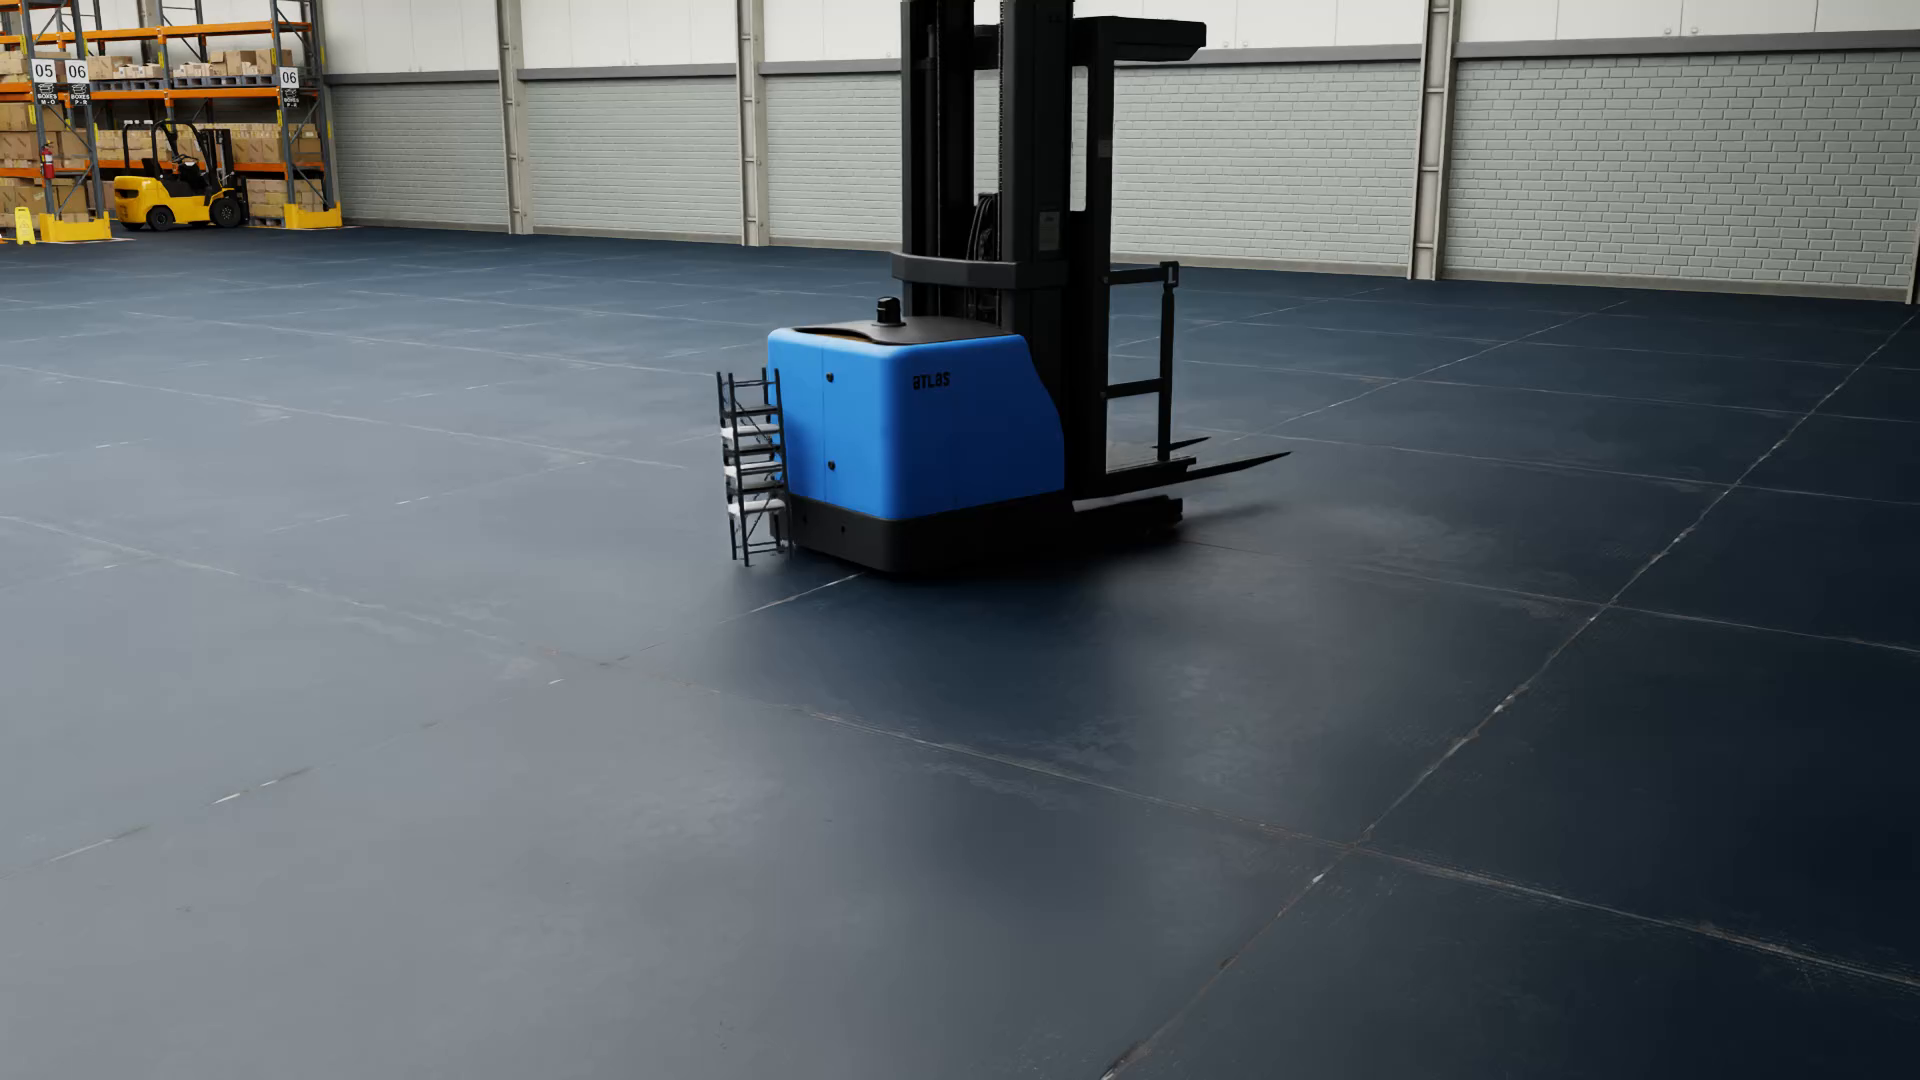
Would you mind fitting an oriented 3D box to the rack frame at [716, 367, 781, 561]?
[{"bbox_3d":[-0.999,-0.358,7.883,0.240,0.900,0.006,-8,10,-22],"label":"rack frame"}]

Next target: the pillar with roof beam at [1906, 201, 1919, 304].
[{"bbox_3d":[8.941,-6.282,14.974,0.400,9.000,9.100,9,17,33],"label":"pillar with roof beam"}]

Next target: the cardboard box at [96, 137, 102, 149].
[{"bbox_3d":[-19.467,-9.046,37.895,0.500,0.250,0.500,10,17,35],"label":"cardboard box"}]

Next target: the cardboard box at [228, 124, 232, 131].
[{"bbox_3d":[-15.166,-8.697,35.037,0.250,0.149,0.380,9,17,34],"label":"cardboard box"}]

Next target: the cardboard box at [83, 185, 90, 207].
[{"bbox_3d":[-20.584,-8.056,38.952,0.500,0.500,0.500,10,17,34],"label":"cardboard box"}]

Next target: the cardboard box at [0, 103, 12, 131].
[{"bbox_3d":[-17.204,-7.761,30.525,0.500,0.500,0.700,9,17,33],"label":"cardboard box"}]

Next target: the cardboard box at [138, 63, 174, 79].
[{"bbox_3d":[-17.531,-10.229,36.263,0.500,0.311,0.500,9,16,31],"label":"cardboard box"}]

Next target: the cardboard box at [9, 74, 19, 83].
[{"bbox_3d":[-16.919,-8.342,30.058,0.250,0.149,0.380,9,17,33],"label":"cardboard box"}]

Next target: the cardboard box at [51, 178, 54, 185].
[{"bbox_3d":[-21.296,-8.492,39.362,0.250,0.149,0.380,10,17,34],"label":"cardboard box"}]

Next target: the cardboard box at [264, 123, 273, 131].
[{"bbox_3d":[-14.112,-8.519,34.319,0.250,0.149,0.380,9,17,33],"label":"cardboard box"}]

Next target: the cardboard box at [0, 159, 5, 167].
[{"bbox_3d":[-17.773,-7.032,31.009,0.250,0.149,0.380,9,17,32],"label":"cardboard box"}]

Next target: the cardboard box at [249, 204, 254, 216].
[{"bbox_3d":[-14.859,-6.985,35.147,0.500,0.250,0.500,9,17,33],"label":"cardboard box"}]

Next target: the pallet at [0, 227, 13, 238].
[{"bbox_3d":[-17.968,-5.925,31.818,1.213,0.211,1.003,9,17,33],"label":"pallet"}]

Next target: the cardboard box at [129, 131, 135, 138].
[{"bbox_3d":[-18.279,-9.046,37.064,0.250,0.149,0.380,9,17,33],"label":"cardboard box"}]

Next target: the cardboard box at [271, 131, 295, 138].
[{"bbox_3d":[-13.919,-8.333,34.184,0.250,0.149,0.380,9,17,34],"label":"cardboard box"}]

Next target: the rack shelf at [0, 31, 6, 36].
[{"bbox_3d":[-25.092,-12.418,41.262,4.000,0.370,1.077,9,17,33],"label":"rack shelf"}]

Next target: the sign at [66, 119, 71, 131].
[{"bbox_3d":[-20.408,-9.466,38.074,0.005,0.325,0.100,9,17,33],"label":"sign"}]

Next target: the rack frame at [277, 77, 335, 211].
[{"bbox_3d":[-13.475,-7.979,34.312,0.127,3.000,1.000,9,17,33],"label":"rack frame"}]

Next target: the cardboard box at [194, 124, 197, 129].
[{"bbox_3d":[-16.211,-8.872,35.742,0.250,0.149,0.380,9,16,32],"label":"cardboard box"}]

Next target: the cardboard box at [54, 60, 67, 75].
[{"bbox_3d":[-16.511,-8.637,30.421,0.500,0.250,0.500,9,16,32],"label":"cardboard box"}]

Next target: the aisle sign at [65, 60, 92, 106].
[{"bbox_3d":[-16.018,-8.304,30.216,0.004,0.787,0.394,9,17,33],"label":"aisle sign"}]

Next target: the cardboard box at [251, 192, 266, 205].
[{"bbox_3d":[-14.464,-7.163,34.824,0.500,0.250,0.500,9,17,32],"label":"cardboard box"}]

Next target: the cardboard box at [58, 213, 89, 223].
[{"bbox_3d":[-16.757,-6.021,31.252,0.500,0.250,0.500,9,17,32],"label":"cardboard box"}]

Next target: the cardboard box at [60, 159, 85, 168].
[{"bbox_3d":[-16.409,-6.953,30.693,0.250,0.149,0.380,9,17,33],"label":"cardboard box"}]

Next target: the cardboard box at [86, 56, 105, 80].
[{"bbox_3d":[-19.174,-10.615,37.430,0.500,0.500,0.700,9,16,32],"label":"cardboard box"}]

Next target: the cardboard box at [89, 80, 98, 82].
[{"bbox_3d":[-20.283,-10.725,38.646,0.250,0.149,0.380,9,17,33],"label":"cardboard box"}]

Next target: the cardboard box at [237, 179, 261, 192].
[{"bbox_3d":[-14.883,-7.466,35.007,0.500,0.250,0.500,9,17,34],"label":"cardboard box"}]

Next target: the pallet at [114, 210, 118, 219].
[{"bbox_3d":[-18.444,-7.416,37.842,1.213,0.211,1.003,9,17,33],"label":"pallet"}]

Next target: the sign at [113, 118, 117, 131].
[{"bbox_3d":[-19.806,-9.725,38.956,0.005,0.325,0.100,9,17,33],"label":"sign"}]

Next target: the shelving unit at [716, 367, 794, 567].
[{"bbox_3d":[-0.959,-0.345,7.791,0.258,0.900,0.210,-8,10,-22],"label":"shelving unit"}]

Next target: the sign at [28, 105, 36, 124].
[{"bbox_3d":[-16.569,-7.596,29.699,0.005,0.325,0.100,9,17,33],"label":"sign"}]

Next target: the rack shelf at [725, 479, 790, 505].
[{"bbox_3d":[-0.951,-0.224,7.811,0.258,0.077,0.200,-8,10,-22],"label":"rack shelf"}]

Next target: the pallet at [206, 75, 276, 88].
[{"bbox_3d":[-15.064,-9.655,35.026,1.213,0.211,1.003,9,17,33],"label":"pallet"}]

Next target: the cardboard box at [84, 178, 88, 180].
[{"bbox_3d":[-20.578,-8.530,39.517,0.250,0.149,0.380,10,17,35],"label":"cardboard box"}]

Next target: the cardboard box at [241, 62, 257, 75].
[{"bbox_3d":[-14.543,-9.706,34.247,0.258,0.266,0.396,9,17,33],"label":"cardboard box"}]

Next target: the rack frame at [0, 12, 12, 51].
[{"bbox_3d":[-23.433,-12.500,40.092,0.127,3.000,1.000,9,17,33],"label":"rack frame"}]

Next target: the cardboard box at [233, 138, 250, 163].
[{"bbox_3d":[-14.881,-8.181,34.921,0.500,0.500,0.500,9,16,32],"label":"cardboard box"}]

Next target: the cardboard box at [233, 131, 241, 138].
[{"bbox_3d":[-14.997,-8.500,34.859,0.250,0.149,0.380,9,17,33],"label":"cardboard box"}]

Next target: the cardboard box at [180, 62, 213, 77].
[{"bbox_3d":[-16.240,-10.020,35.420,0.500,0.311,0.500,10,17,34],"label":"cardboard box"}]

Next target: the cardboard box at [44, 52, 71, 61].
[{"bbox_3d":[-16.423,-8.798,30.243,0.250,0.149,0.380,9,17,32],"label":"cardboard box"}]

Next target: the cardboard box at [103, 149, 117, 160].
[{"bbox_3d":[-19.036,-8.734,37.677,0.500,0.250,0.500,9,16,31],"label":"cardboard box"}]

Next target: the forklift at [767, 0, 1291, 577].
[{"bbox_3d":[0.513,-1.529,8.400,3.031,2.935,1.130,-12,18,-39],"label":"forklift"}]

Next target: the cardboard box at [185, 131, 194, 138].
[{"bbox_3d":[-16.461,-8.749,35.865,0.250,0.149,0.380,10,17,34],"label":"cardboard box"}]

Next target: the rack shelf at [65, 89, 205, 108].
[{"bbox_3d":[-18.454,-9.890,37.289,4.000,0.370,1.077,9,17,33],"label":"rack shelf"}]

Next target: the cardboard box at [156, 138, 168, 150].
[{"bbox_3d":[-17.344,-8.700,36.497,0.500,0.250,0.500,9,16,32],"label":"cardboard box"}]

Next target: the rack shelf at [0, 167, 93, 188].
[{"bbox_3d":[-17.902,-6.908,31.482,4.000,0.370,1.077,9,17,33],"label":"rack shelf"}]
